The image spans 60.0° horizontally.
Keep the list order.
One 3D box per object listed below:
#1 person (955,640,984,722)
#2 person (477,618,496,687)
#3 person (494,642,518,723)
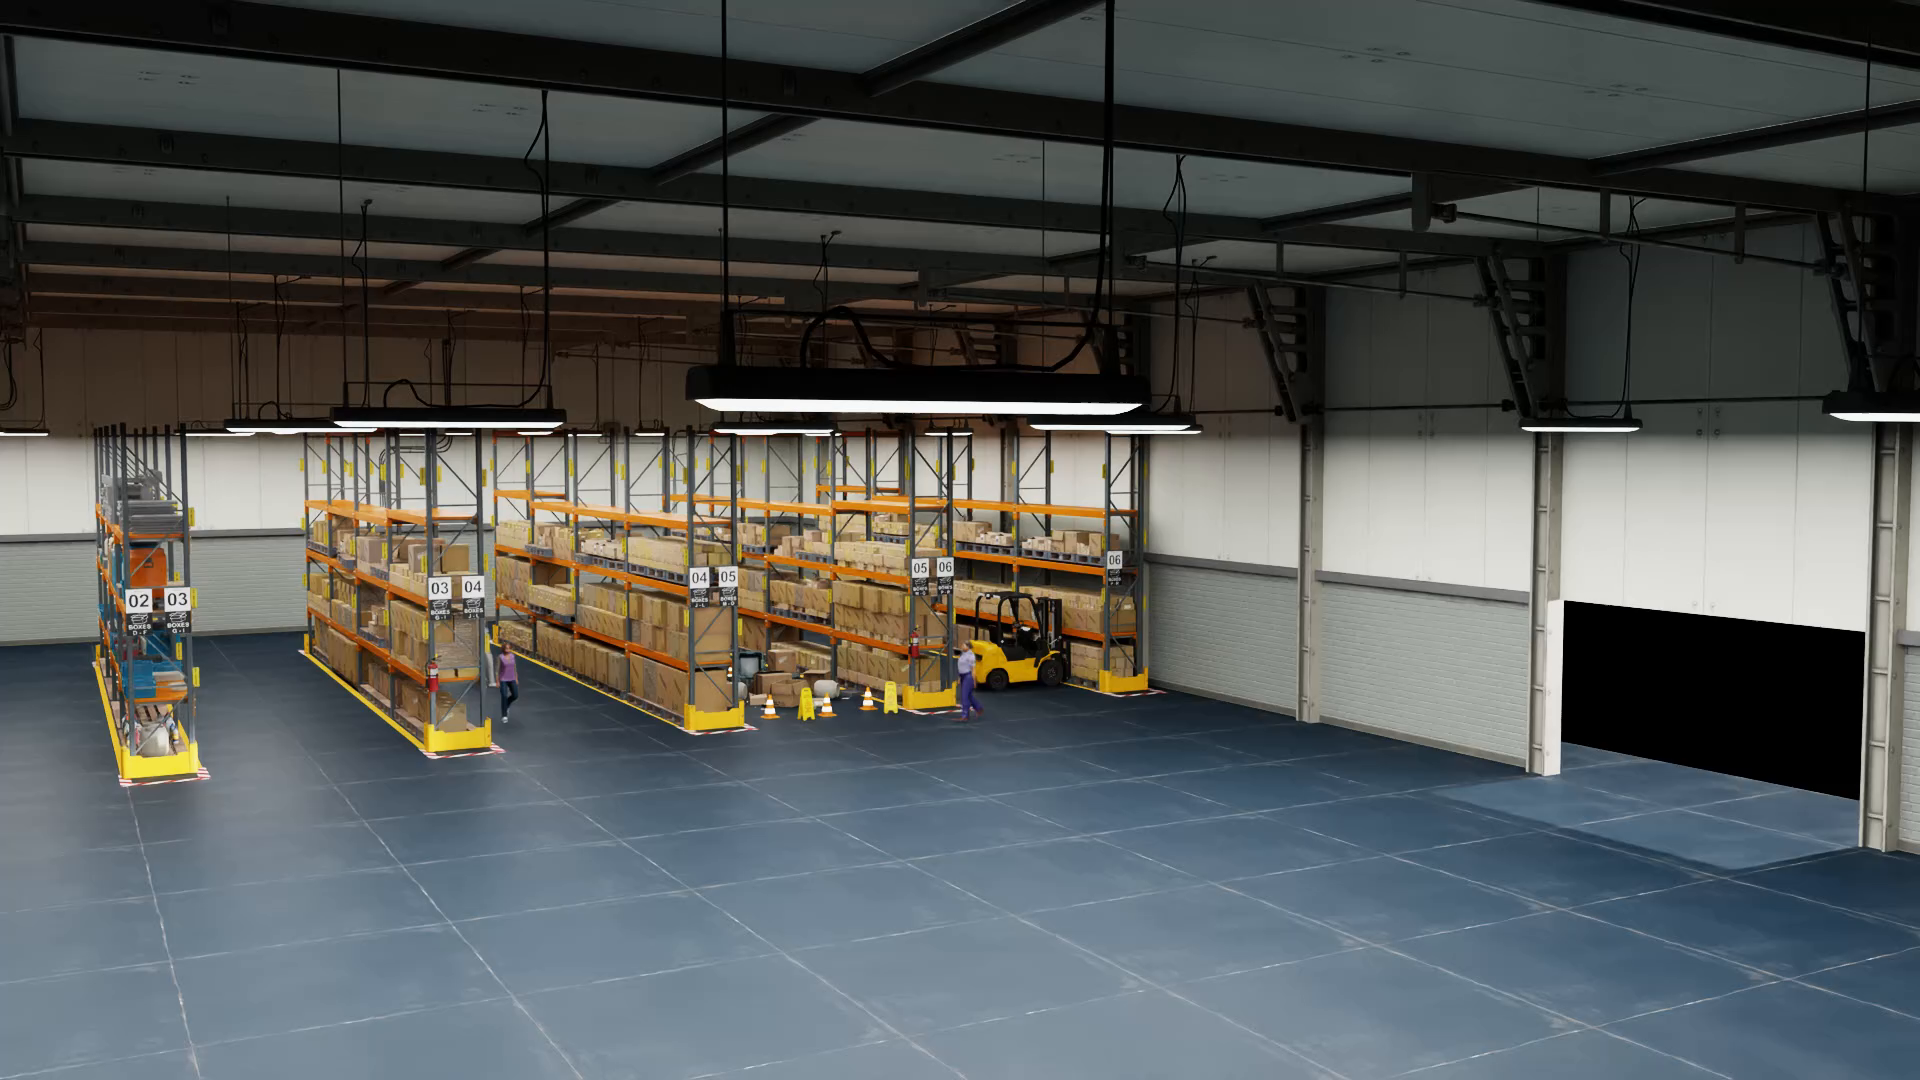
[{"bbox_3d":[0.196,2.846,33.896,0.734,1.636,0.462,-1,4,-18],"label":"person"},{"bbox_3d":[-11.054,2.563,38.459,0.399,1.624,1.019,-3,4,-39],"label":"person"},{"bbox_3d":[-9.227,2.875,33.786,0.485,1.604,0.540,-3,5,-42],"label":"person"}]
